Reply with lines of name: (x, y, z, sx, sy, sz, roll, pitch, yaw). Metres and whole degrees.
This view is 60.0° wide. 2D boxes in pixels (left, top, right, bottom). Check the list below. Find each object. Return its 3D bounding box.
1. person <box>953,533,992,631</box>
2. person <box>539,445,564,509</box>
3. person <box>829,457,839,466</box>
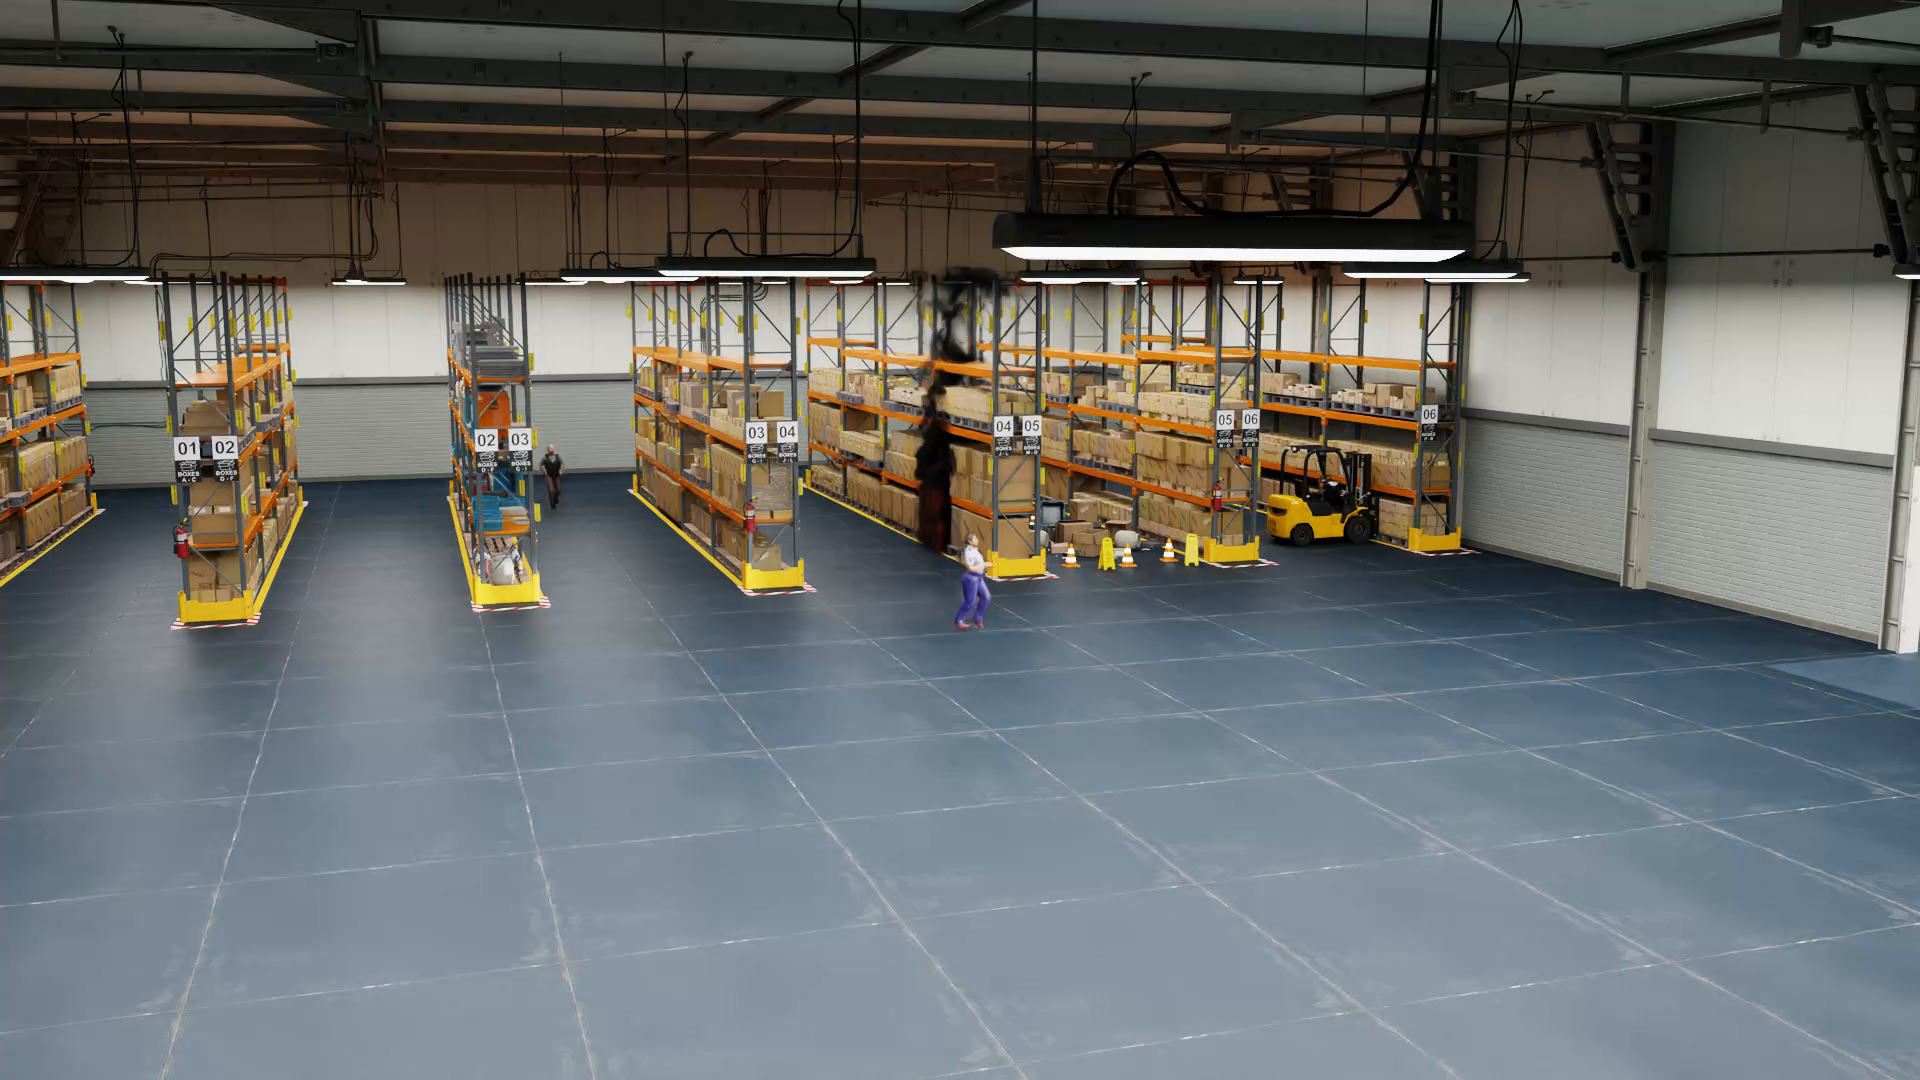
person: (0.234, 0.730, 27.949, 0.662, 1.681, 0.582, 2, 9, 13)
person: (-10.666, -1.660, 43.505, 0.657, 1.672, 0.609, -4, 9, -23)
person: (-3.616, -2.593, 49.816, 0.703, 1.624, 0.584, -4, 9, -23)
